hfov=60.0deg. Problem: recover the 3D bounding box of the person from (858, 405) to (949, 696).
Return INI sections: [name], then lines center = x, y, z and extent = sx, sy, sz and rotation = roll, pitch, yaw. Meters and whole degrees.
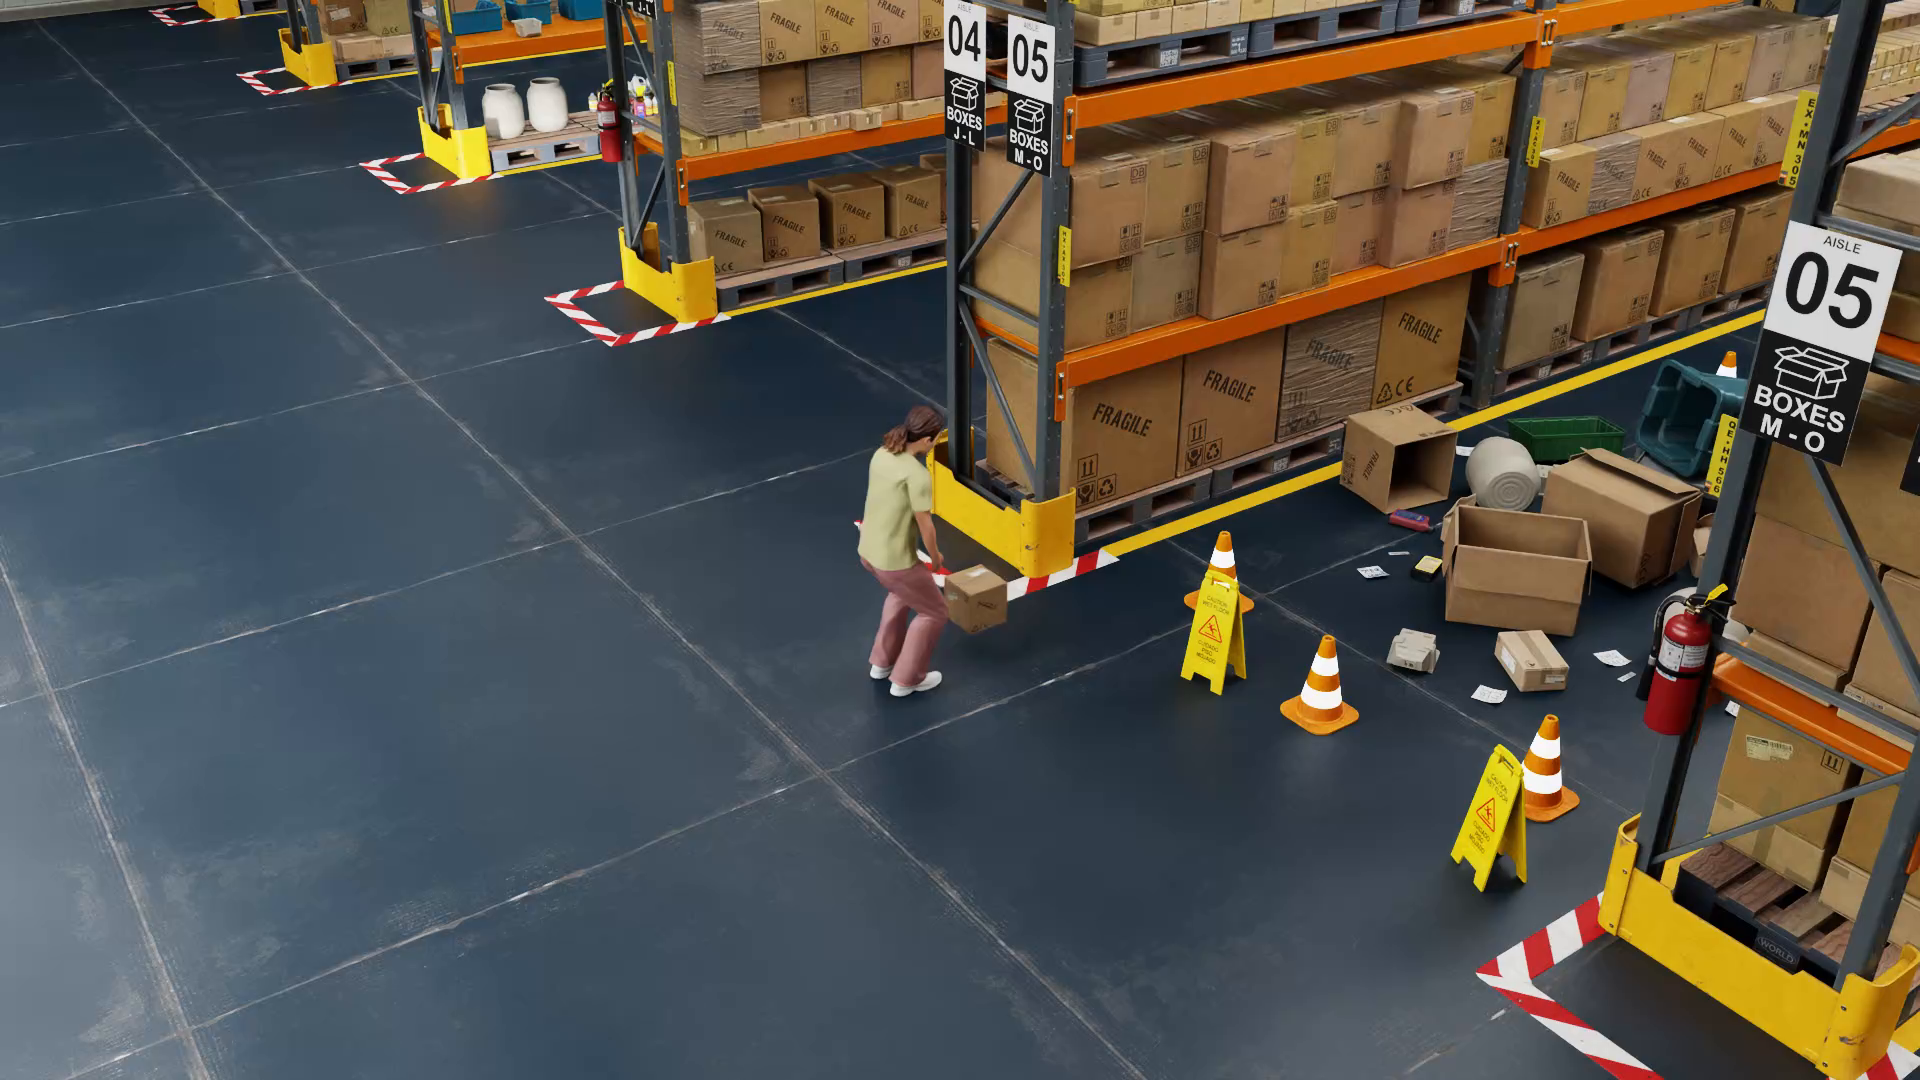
[person]
center = -0.294, 0.050, 8.671
extent = 0.489, 1.554, 0.490
rotation = -18, 34, -30
